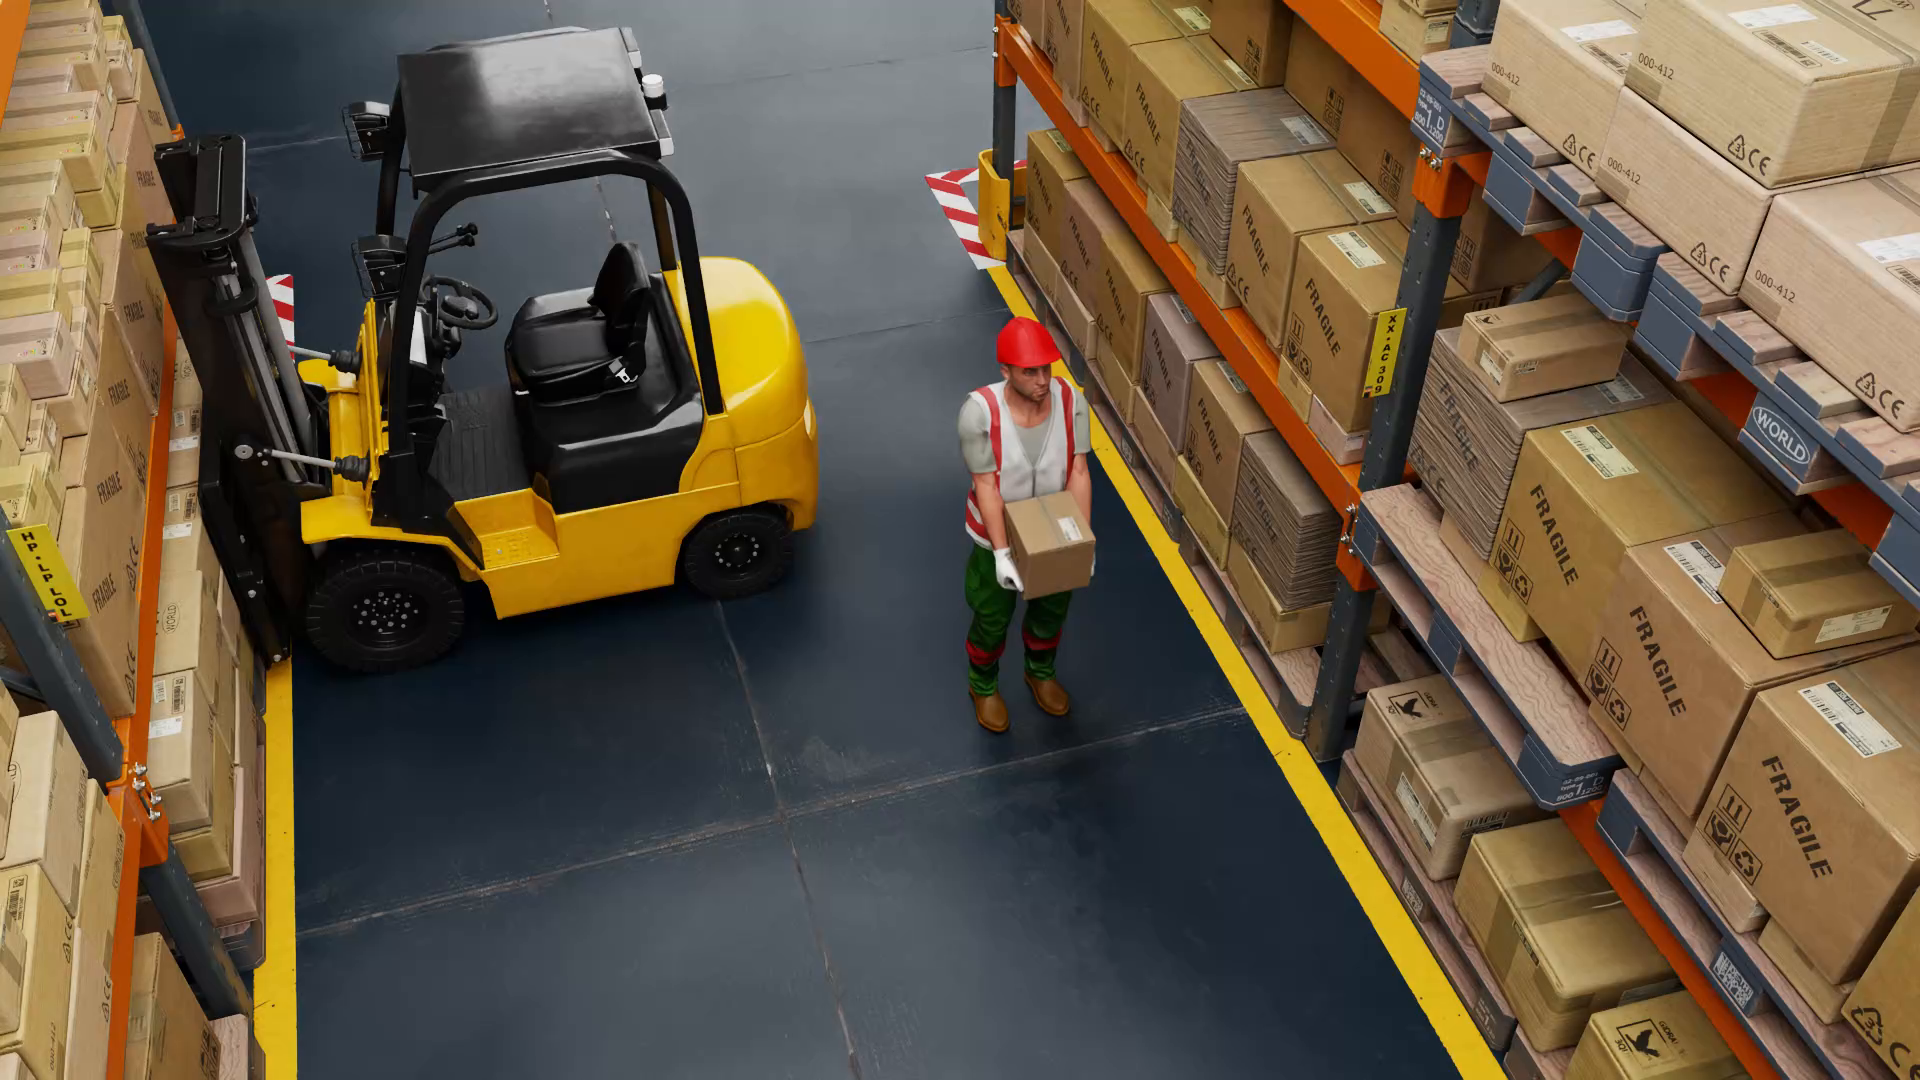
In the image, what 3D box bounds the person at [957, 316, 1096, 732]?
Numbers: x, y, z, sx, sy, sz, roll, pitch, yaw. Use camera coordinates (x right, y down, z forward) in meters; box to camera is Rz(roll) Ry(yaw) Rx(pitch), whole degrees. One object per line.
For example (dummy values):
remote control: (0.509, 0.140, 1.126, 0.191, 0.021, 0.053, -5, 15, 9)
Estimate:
person: (0.269, 0.028, 6.114, 0.494, 1.783, 0.567, -12, 43, -13)
